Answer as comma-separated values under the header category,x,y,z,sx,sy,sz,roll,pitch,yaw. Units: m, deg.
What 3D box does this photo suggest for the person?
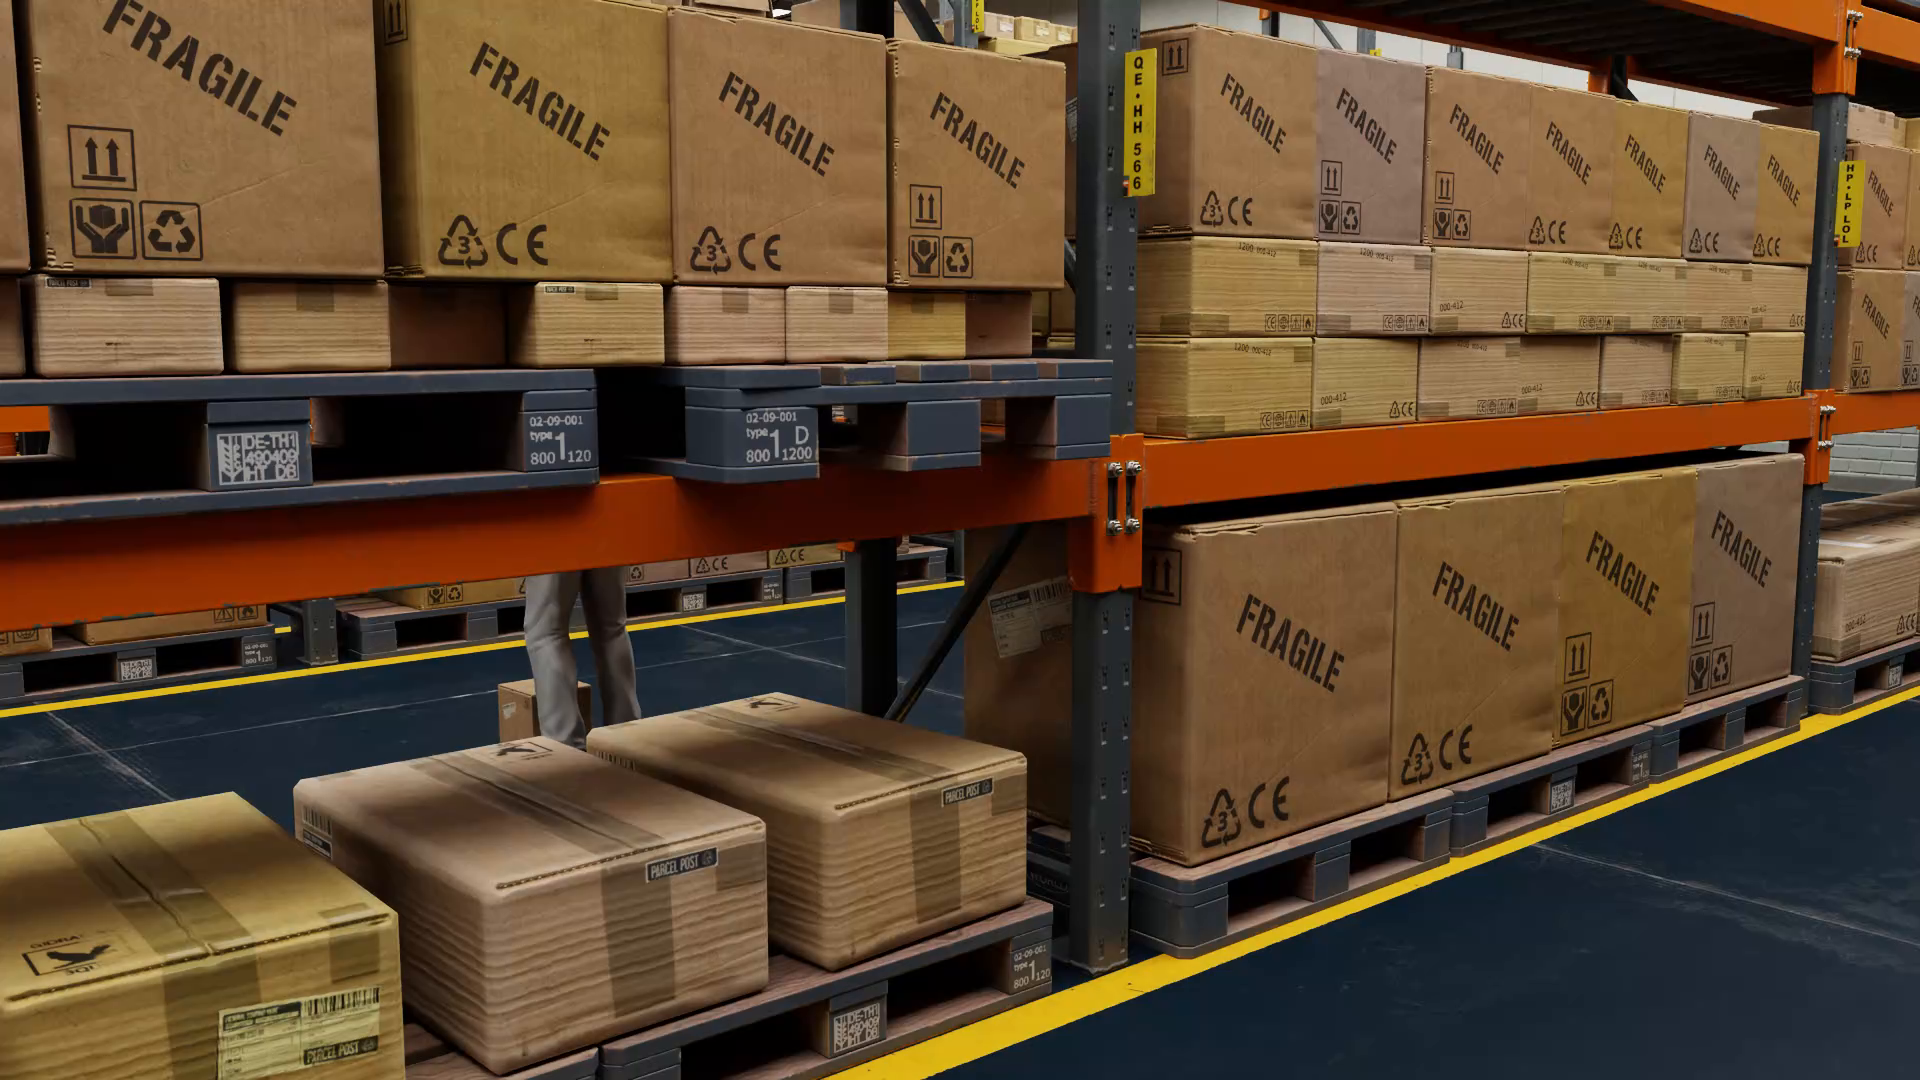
category,x,y,z,sx,sy,sz,roll,pitch,yaw
person,-1.378,-0.019,5.938,0.515,1.672,0.355,-7,10,-44
